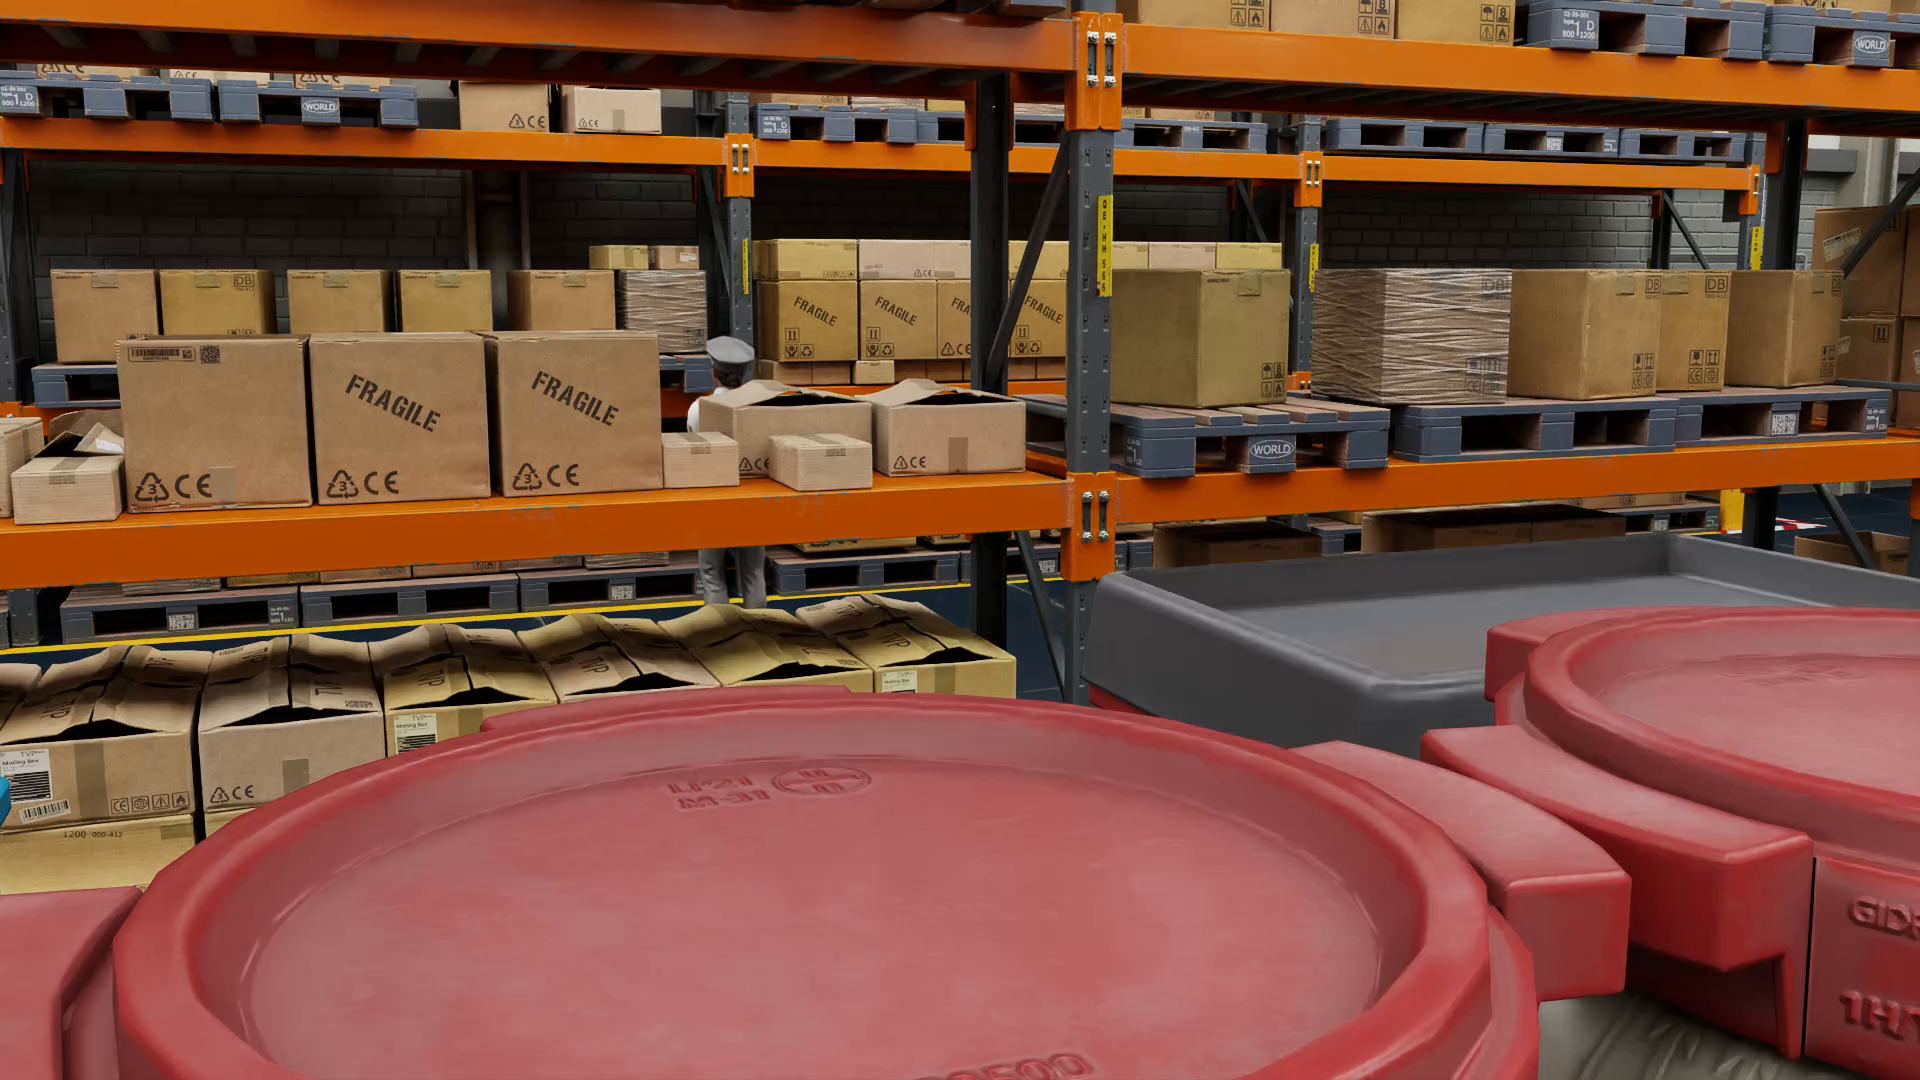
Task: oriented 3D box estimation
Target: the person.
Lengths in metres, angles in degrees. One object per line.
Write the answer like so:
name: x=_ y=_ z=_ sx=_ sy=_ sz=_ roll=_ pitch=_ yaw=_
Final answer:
person: x=-1.192 y=-0.203 z=8.547 sx=0.469 sy=1.690 sz=0.550 roll=-3 pitch=10 yaw=-21
